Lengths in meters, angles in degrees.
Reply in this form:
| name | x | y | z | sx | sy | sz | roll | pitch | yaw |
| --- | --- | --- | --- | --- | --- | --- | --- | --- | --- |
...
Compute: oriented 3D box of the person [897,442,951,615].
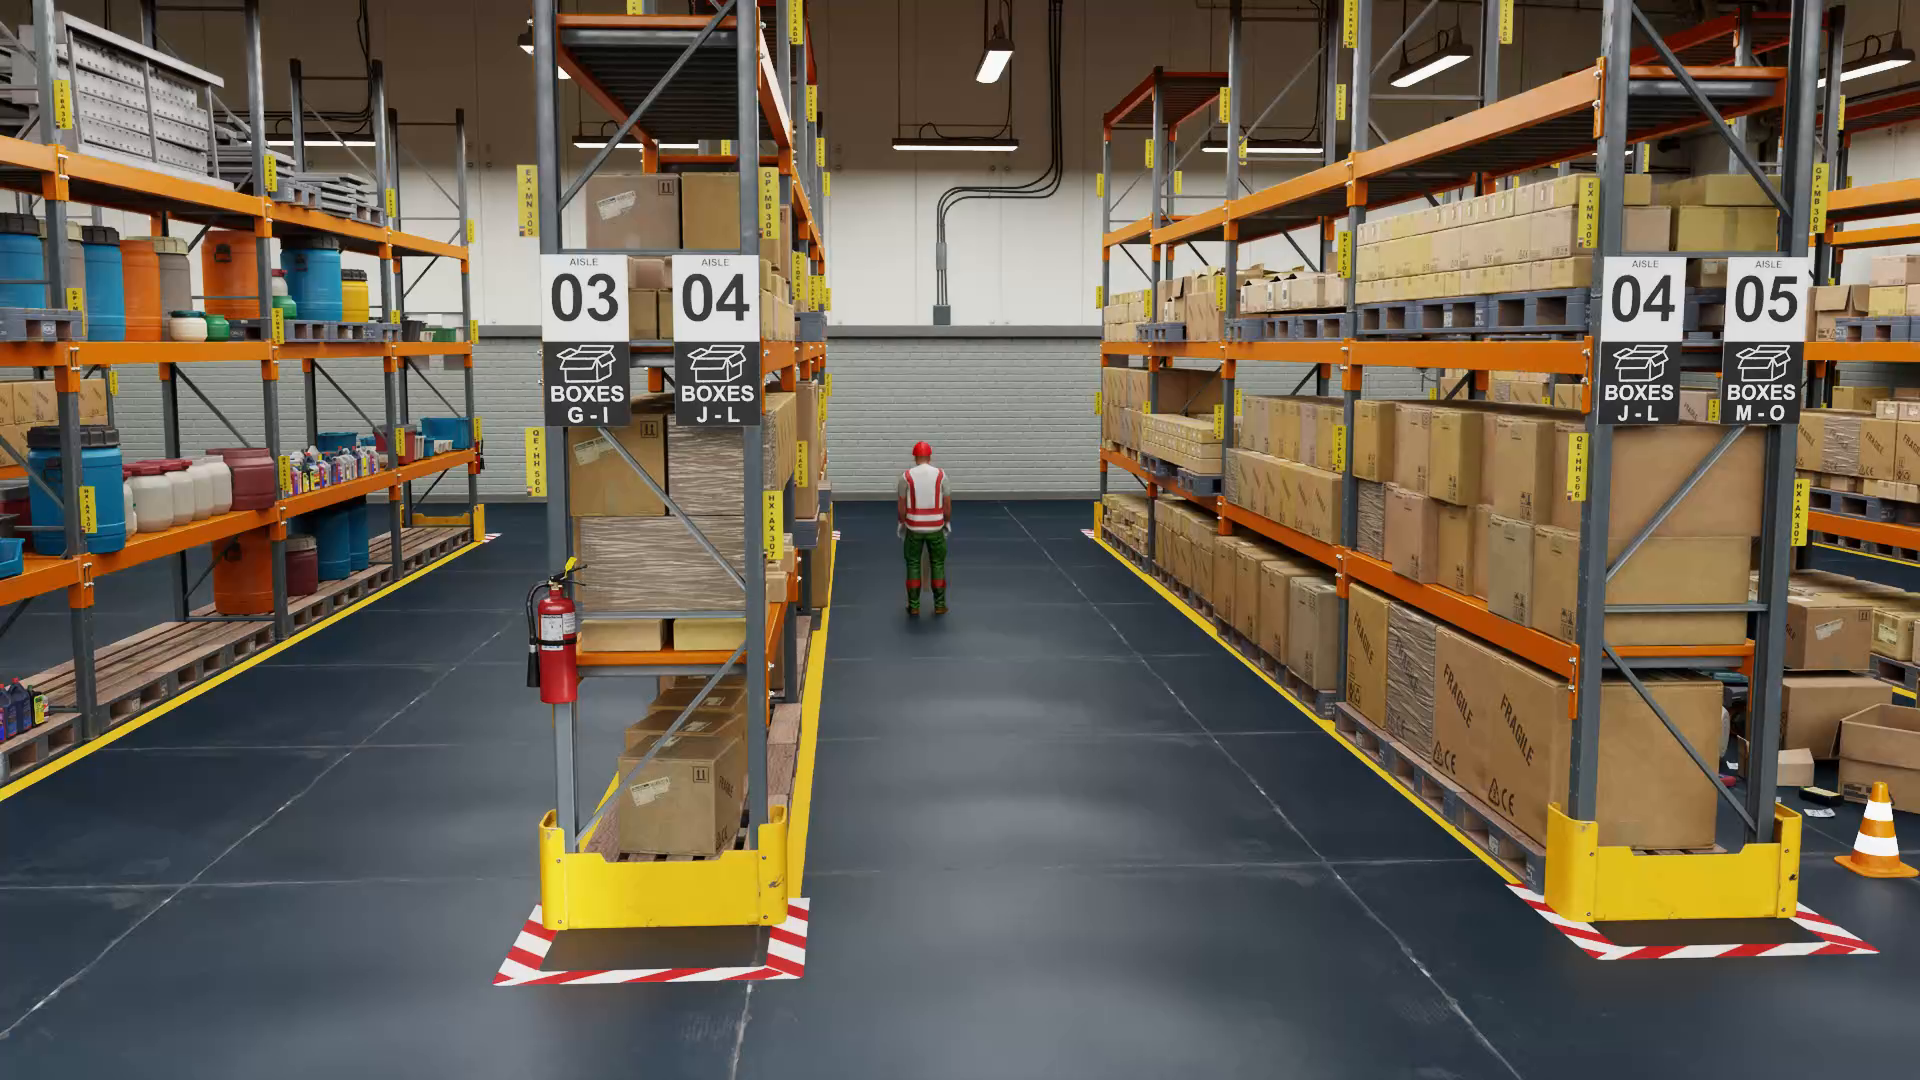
| name | x | y | z | sx | sy | sz | roll | pitch | yaw |
| --- | --- | --- | --- | --- | --- | --- | --- | --- | --- |
| person | -0.368 | -0.126 | 17.226 | 0.563 | 1.782 | 0.431 | -1 | 7 | -6 |
